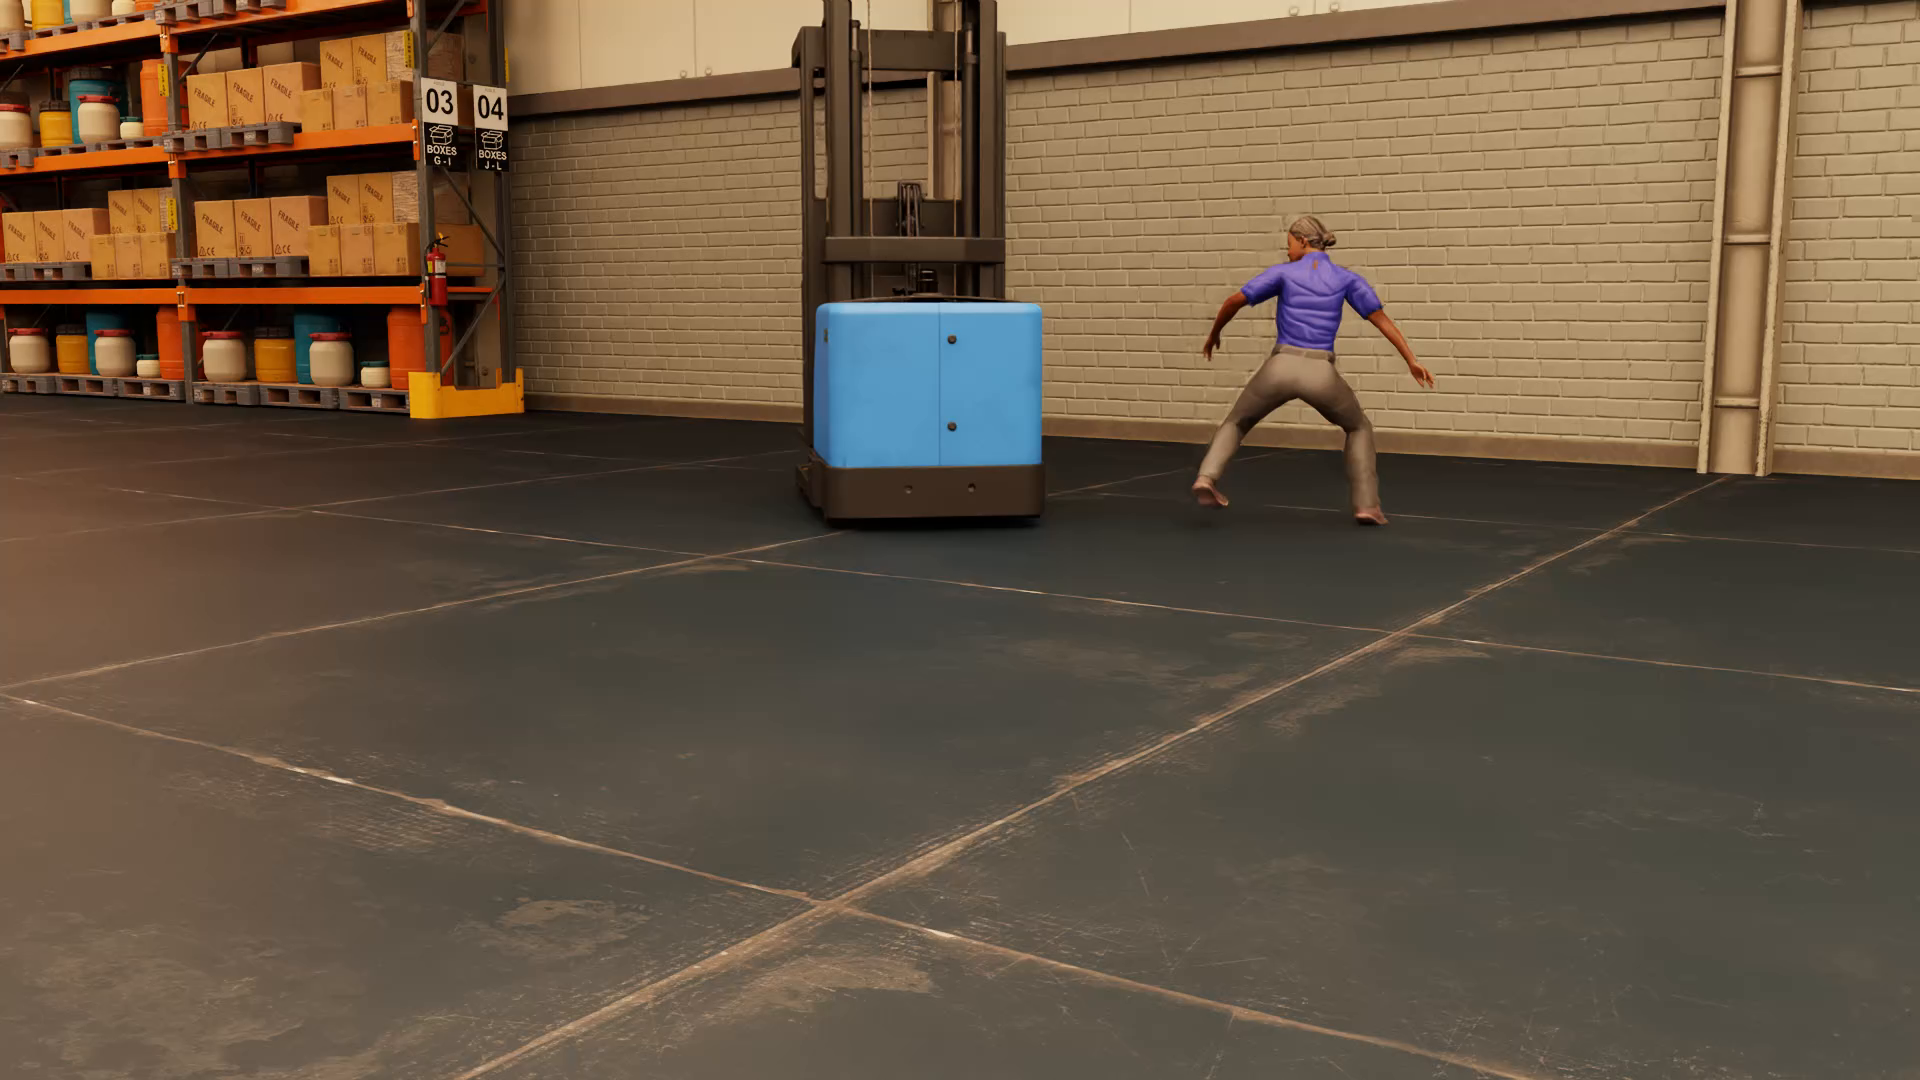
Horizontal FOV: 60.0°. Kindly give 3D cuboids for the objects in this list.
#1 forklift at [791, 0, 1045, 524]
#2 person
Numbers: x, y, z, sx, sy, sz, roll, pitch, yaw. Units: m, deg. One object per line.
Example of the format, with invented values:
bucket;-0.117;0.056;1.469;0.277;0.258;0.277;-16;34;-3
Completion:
forklift;-0.340;-1.699;9.138;1.130;2.935;3.031;-1;8;-9
person;1.702;-0.781;8.048;1.112;1.563;0.500;1;8;10
